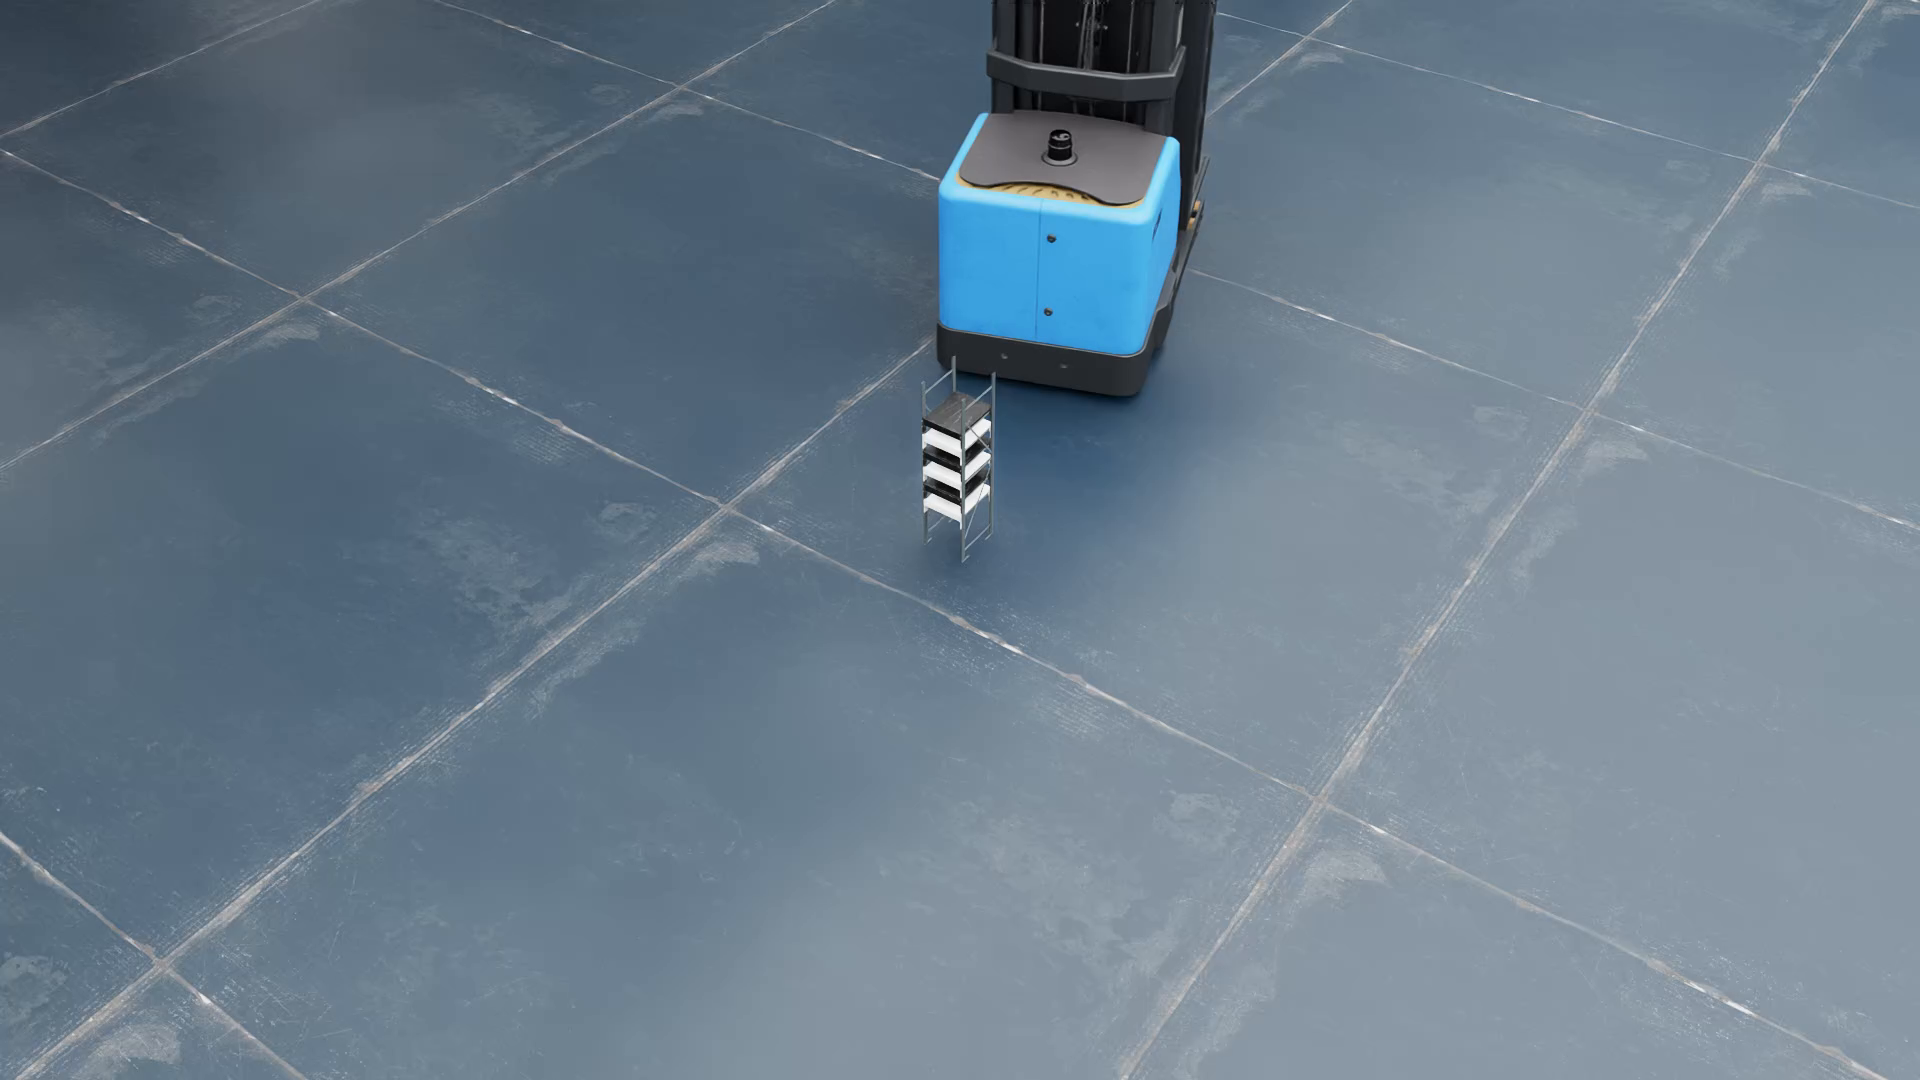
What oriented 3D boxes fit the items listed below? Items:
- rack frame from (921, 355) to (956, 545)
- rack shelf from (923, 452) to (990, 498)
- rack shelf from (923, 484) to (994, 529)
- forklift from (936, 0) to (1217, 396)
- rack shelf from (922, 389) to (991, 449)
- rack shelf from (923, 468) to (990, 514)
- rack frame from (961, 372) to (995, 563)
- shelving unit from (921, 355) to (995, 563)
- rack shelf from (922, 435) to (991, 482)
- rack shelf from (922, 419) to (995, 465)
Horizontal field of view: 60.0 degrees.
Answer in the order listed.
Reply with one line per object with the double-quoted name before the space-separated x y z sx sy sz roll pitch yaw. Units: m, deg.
"rack frame" -0.090 -0.377 7.245 0.006 0.900 0.240 25 48 25
"rack shelf" -0.007 -0.314 7.224 0.200 0.077 0.258 25 48 25
"rack shelf" -0.007 -0.179 7.344 0.200 0.077 0.258 25 48 25
"forklift" 0.764 -2.794 8.423 1.130 2.935 3.031 10 43 11
"rack shelf" -0.007 -0.515 7.044 0.200 0.077 0.258 25 48 25
"rack shelf" -0.007 -0.247 7.284 0.200 0.077 0.258 25 48 25
"rack frame" 0.077 -0.300 7.158 0.006 0.900 0.240 25 48 25
"shelving unit" -0.007 -0.338 7.202 0.210 0.900 0.258 25 48 25
"rack shelf" -0.007 -0.381 7.164 0.200 0.077 0.258 25 48 25
"rack shelf" -0.007 -0.448 7.104 0.200 0.077 0.258 25 48 25
